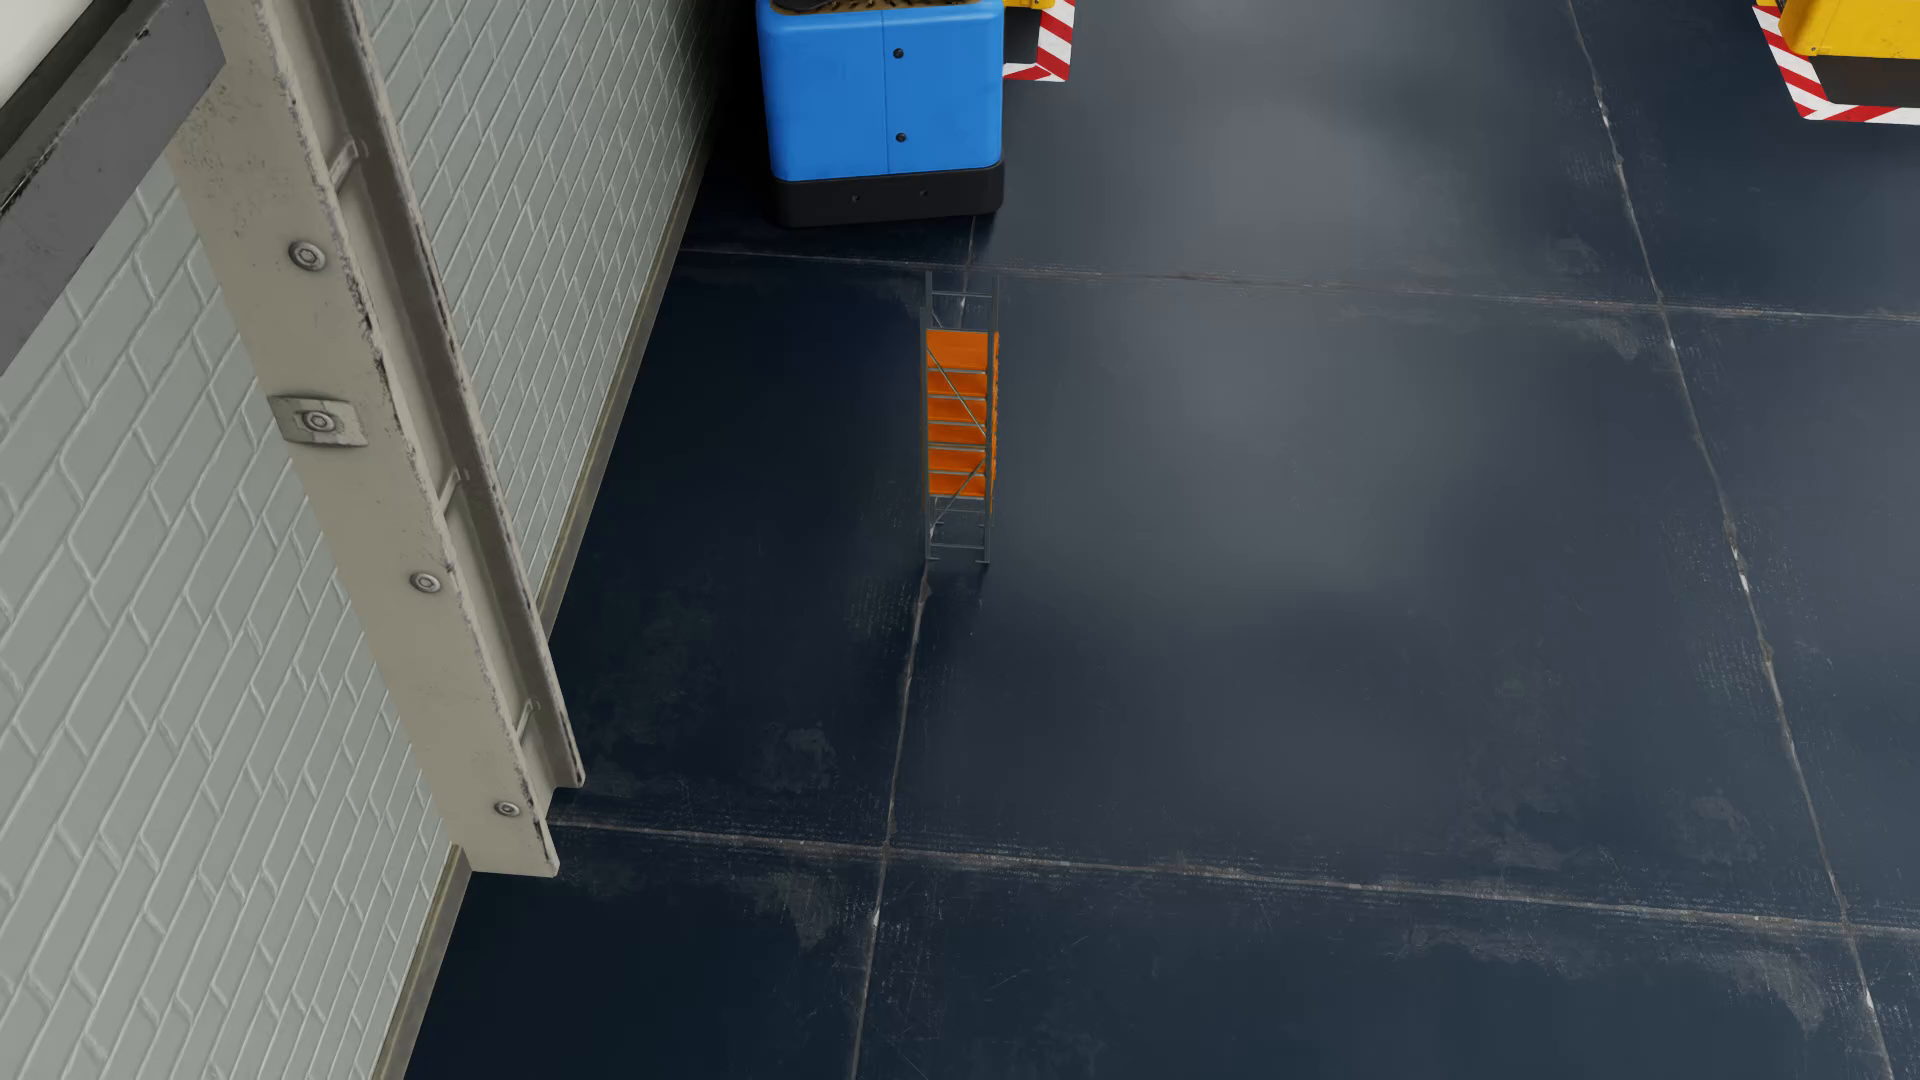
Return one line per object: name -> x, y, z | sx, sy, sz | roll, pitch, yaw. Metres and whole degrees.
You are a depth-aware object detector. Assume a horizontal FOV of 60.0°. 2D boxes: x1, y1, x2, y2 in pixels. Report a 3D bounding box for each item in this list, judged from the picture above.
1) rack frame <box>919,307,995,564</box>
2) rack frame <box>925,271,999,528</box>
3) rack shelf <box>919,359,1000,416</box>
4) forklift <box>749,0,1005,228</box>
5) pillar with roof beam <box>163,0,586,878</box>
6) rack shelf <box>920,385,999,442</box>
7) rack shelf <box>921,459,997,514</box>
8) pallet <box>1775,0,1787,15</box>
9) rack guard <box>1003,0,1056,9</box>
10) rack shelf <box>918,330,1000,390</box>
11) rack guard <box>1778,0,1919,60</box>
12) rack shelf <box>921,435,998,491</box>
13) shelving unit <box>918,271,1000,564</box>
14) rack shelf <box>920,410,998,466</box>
rack frame -> -0.010, -0.327, 5.736 | 0.240, 1.200, 0.006 | 4, 48, 4
rack frame -> 0.007, -0.462, 5.859 | 0.240, 1.200, 0.006 | 4, 48, 4
rack shelf -> -0.001, -0.526, 5.653 | 0.258, 0.103, 0.180 | 4, 48, 4
forklift -> -0.496, -3.482, 7.448 | 1.130, 2.935, 3.031 | -5, 48, -5
pillar with roof beam -> 2.870, -1.834, 1.829 | 9.100, 9.000, 0.400 | 4, 48, 4
rack shelf -> -0.001, -0.445, 5.742 | 0.258, 0.103, 0.180 | 4, 48, 4
rack shelf -> -0.001, -0.202, 6.007 | 0.258, 0.103, 0.180 | 4, 48, 4
pallet -> 4.889, -3.229, 9.060 | 1.003, 0.211, 1.213 | 4, 48, 4
rack guard -> -0.066, -3.148, 8.790 | 1.175, 0.500, 0.348 | 4, 48, 4
rack shelf -> -0.001, -0.607, 5.565 | 0.258, 0.103, 0.180 | 4, 48, 4
rack guard -> 4.859, -2.744, 8.421 | 1.175, 0.500, 0.348 | 4, 48, 4
rack shelf -> -0.001, -0.283, 5.919 | 0.258, 0.103, 0.180 | 4, 48, 4
shelving unit -> -0.001, -0.394, 5.798 | 0.258, 1.200, 0.189 | 4, 48, 4
rack shelf -> -0.001, -0.364, 5.830 | 0.258, 0.103, 0.180 | 4, 48, 4
